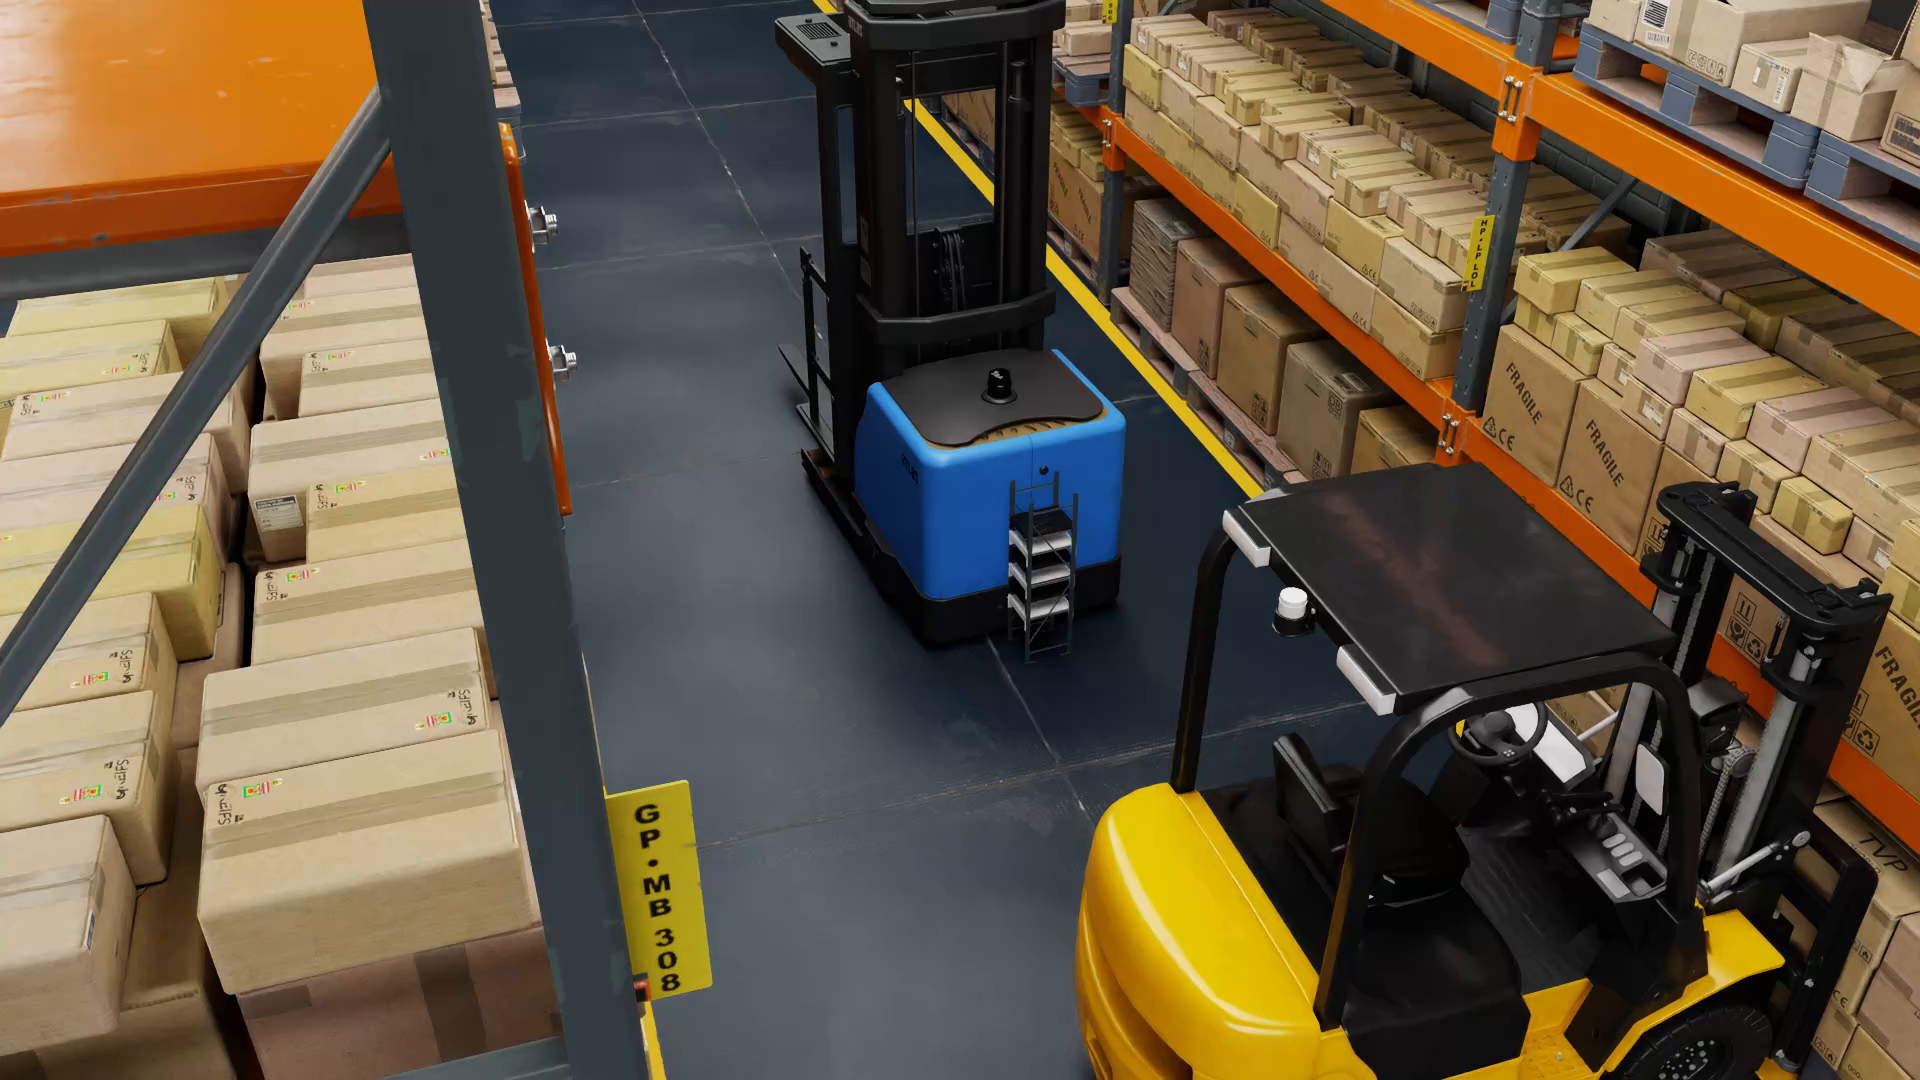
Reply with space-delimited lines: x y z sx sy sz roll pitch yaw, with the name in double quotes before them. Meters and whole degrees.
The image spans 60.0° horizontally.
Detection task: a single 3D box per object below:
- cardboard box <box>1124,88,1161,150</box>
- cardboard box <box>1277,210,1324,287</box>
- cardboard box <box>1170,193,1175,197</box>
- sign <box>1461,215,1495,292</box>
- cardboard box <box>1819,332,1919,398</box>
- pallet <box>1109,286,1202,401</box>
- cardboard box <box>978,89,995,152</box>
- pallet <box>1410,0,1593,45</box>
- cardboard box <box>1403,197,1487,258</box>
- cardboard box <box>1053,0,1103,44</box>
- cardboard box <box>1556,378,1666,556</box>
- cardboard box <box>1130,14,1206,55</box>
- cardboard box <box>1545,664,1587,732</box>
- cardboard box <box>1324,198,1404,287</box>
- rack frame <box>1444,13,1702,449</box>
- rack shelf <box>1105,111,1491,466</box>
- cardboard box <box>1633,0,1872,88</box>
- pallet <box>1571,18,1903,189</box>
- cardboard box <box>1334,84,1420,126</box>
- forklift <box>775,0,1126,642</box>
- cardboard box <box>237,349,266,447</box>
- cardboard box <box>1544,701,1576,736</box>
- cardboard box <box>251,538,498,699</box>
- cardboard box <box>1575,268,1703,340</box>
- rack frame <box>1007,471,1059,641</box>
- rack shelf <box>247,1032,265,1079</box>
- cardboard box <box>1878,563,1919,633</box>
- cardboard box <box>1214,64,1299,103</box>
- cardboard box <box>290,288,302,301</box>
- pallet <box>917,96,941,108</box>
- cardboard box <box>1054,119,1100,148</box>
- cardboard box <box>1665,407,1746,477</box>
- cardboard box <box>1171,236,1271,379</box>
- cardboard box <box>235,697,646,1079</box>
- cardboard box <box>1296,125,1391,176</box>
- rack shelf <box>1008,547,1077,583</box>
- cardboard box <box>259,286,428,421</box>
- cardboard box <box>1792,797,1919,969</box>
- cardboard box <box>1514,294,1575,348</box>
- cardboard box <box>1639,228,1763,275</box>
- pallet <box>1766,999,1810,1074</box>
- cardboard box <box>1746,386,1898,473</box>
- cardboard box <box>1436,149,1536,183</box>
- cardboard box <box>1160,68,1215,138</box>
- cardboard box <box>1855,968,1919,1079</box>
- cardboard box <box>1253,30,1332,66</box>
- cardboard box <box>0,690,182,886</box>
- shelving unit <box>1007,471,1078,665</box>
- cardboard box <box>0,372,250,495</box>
"cardboard box" 1.326 -2.585 10.078 0.500 0.250 0.500 -10 35 -15
"cardboard box" 1.960 -1.509 8.448 0.500 0.250 0.500 -10 35 -14
"cardboard box" 1.562 -2.323 11.431 0.500 0.500 0.500 -9 34 -13
"sign" 2.130 -1.175 6.830 0.100 0.325 0.005 -10 35 -15
"cardboard box" 3.355 -0.606 5.997 0.380 0.149 0.250 -11 35 -15
"pallet" 1.638 -1.320 10.556 1.003 0.211 1.213 -10 35 -15
"cardboard box" 0.457 -3.322 12.943 0.500 0.500 0.500 -11 35 -16
"pallet" 2.362 -2.454 7.196 0.805 0.209 1.217 -11 35 -17
"cardboard box" 2.232 -1.409 7.482 0.380 0.149 0.250 -11 35 -15
"cardboard box" 0.794 -3.534 11.132 0.500 0.250 0.500 -12 35 -17
"cardboard box" 2.705 -0.316 6.417 0.500 0.500 0.500 -9 35 -14
"cardboard box" 1.240 -3.017 9.916 0.380 0.149 0.250 -9 35 -13
"cardboard box" 2.653 0.512 6.915 0.500 0.250 0.500 -10 35 -15
"cardboard box" 2.087 -1.451 7.908 0.500 0.250 0.500 -11 35 -16
"rack frame" 2.644 -0.822 7.273 1.000 3.000 0.127 -10 35 -15
"rack shelf" 2.034 -1.572 9.060 1.077 0.370 4.000 -10 35 -15
"cardboard box" 2.665 -1.775 5.604 0.500 0.311 0.500 -9 35 -14
"pallet" 2.929 -1.593 5.799 1.003 0.211 1.213 -10 35 -15
"cardboard box" 2.202 -2.295 8.823 0.380 0.149 0.250 -9 35 -13
"forklift" -0.234 -1.543 8.426 1.130 2.935 3.031 -13 35 -18
"cardboard box" -1.746 -0.222 3.510 0.500 0.250 0.500 -10 35 -14
"cardboard box" 2.646 0.724 7.047 0.500 0.250 0.500 -11 35 -16
"cardboard box" -0.886 0.144 2.596 0.380 0.149 0.250 -10 35 -15
"cardboard box" 2.641 -0.922 6.475 0.380 0.149 0.250 -9 35 -14
"rack frame" 0.341 0.084 7.806 0.240 0.900 0.006 -13 35 -18
"rack shelf" -1.472 0.114 3.789 1.077 0.370 4.000 -10 35 -15
"cardboard box" 3.077 0.162 5.105 0.380 0.149 0.250 -10 35 -14
"cardboard box" 1.623 -2.485 9.110 0.380 0.149 0.250 -10 35 -14
"cardboard box" -1.394 -0.576 4.047 0.500 0.250 0.500 -11 35 -16
"pallet" -0.005 -4.219 14.944 1.003 0.211 1.213 -10 35 -15
"cardboard box" 0.881 -2.825 11.603 0.380 0.149 0.250 -11 35 -16
"cardboard box" 2.760 -0.375 5.917 0.380 0.149 0.250 -10 35 -15
"cardboard box" 1.808 -1.435 9.974 0.875 0.625 0.625 -9 34 -13
"cardboard box" -0.762 0.493 2.428 0.500 0.250 0.500 -11 35 -16
"cardboard box" 1.910 -1.942 8.289 0.380 0.149 0.250 -10 35 -14
"rack shelf" 0.379 0.089 7.696 0.258 0.077 0.200 -13 35 -18
"cardboard box" -1.211 -0.389 3.402 0.380 0.149 0.250 -9 35 -14
"cardboard box" 3.102 1.113 5.550 0.500 0.250 0.500 -10 35 -14
"cardboard box" 2.490 -0.923 6.746 0.380 0.149 0.250 -11 35 -15
"cardboard box" 3.029 -1.141 6.808 0.380 0.149 0.250 -10 35 -15
"pallet" 3.222 1.408 6.428 1.003 0.211 1.213 -10 35 -15
"cardboard box" 2.927 -0.378 5.652 0.380 0.149 0.250 -10 35 -15
"cardboard box" 2.536 -1.766 8.023 0.380 0.149 0.250 -10 35 -15
"cardboard box" 1.478 -2.531 9.542 0.500 0.250 0.500 -9 34 -13
"cardboard box" 3.275 1.574 5.307 0.500 0.250 0.500 -10 35 -15
"cardboard box" 1.923 -2.833 9.637 0.380 0.149 0.250 -10 35 -15
"cardboard box" -1.288 0.366 2.259 0.380 0.149 0.250 -9 35 -14
"shelving unit" 0.379 0.136 7.727 0.258 0.900 0.210 -13 35 -18
"cardboard box" -1.535 -0.178 3.083 0.380 0.149 0.250 -11 35 -16
